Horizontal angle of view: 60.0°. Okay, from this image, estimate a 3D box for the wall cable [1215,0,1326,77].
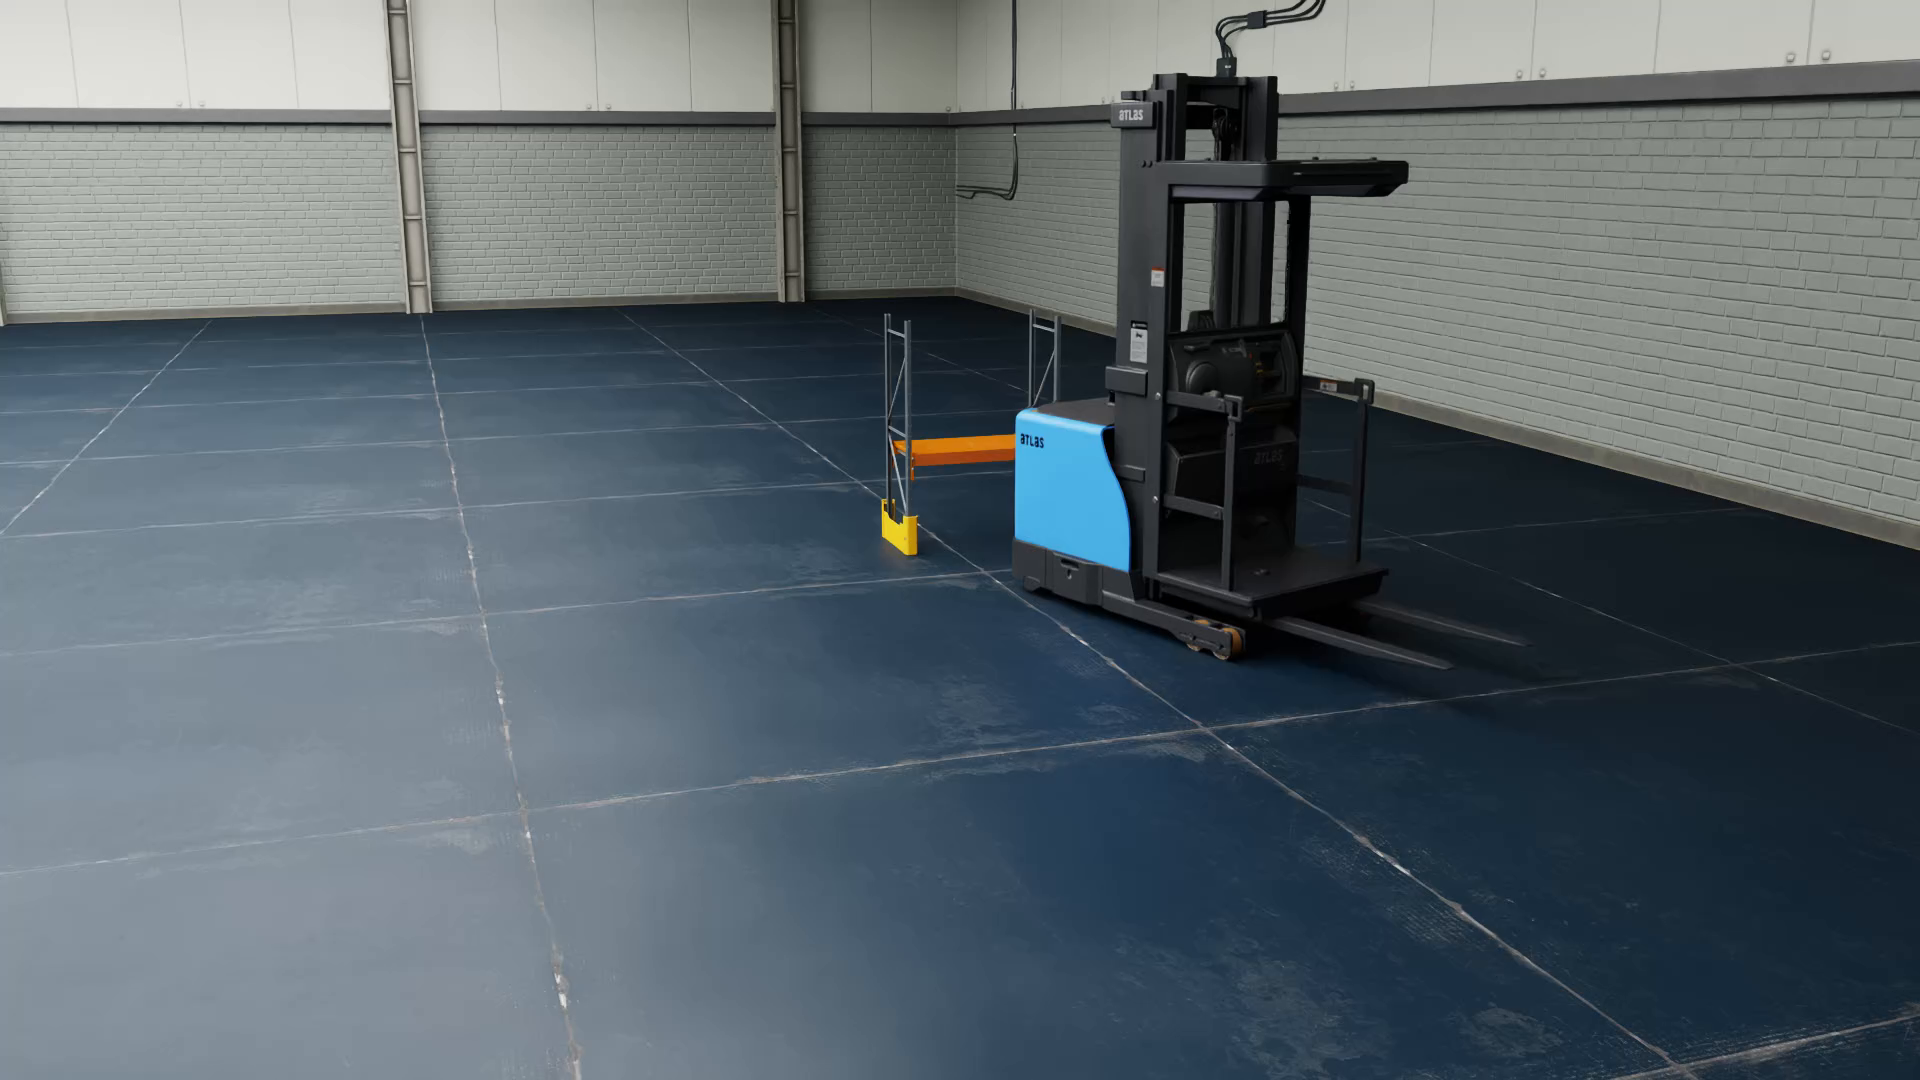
[{"bbox_3d":[3.377,-7.917,17.631,0.169,6.003,2.305,-4,14,-18],"label":"wall cable"}]

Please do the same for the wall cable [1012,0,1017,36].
[{"bbox_3d":[1.227,-8.699,24.064,0.112,2.526,3.097,-4,14,-18],"label":"wall cable"}]

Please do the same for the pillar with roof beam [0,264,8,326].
[{"bbox_3d":[-12.850,-6.589,19.395,0.400,9.000,9.100,-4,14,-18],"label":"pillar with roof beam"}]

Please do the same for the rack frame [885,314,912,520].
[{"bbox_3d":[-0.401,-0.698,10.838,0.032,1.500,0.500,-4,14,-18],"label":"rack frame"}]

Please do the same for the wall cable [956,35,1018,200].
[{"bbox_3d":[0.364,-6.835,27.142,0.112,2.526,3.097,-4,14,-18],"label":"wall cable"}]

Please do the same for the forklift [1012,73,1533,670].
[{"bbox_3d":[1.600,-0.938,8.752,1.130,2.935,3.031,-10,17,-36],"label":"forklift"}]

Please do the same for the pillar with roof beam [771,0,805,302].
[{"bbox_3d":[-1.477,-7.474,23.119,0.400,9.000,9.100,-4,14,-18],"label":"pillar with roof beam"}]

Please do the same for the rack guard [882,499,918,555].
[{"bbox_3d":[-0.400,-0.090,10.983,0.087,0.250,0.587,-4,14,-18],"label":"rack guard"}]

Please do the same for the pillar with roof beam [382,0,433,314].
[{"bbox_3d":[-7.163,-7.031,21.257,0.400,9.000,9.100,-4,14,-18],"label":"pillar with roof beam"}]

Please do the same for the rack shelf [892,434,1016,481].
[{"bbox_3d":[0.081,-0.561,11.037,1.000,0.185,0.538,-4,14,-18],"label":"rack shelf"}]

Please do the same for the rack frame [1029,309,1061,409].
[{"bbox_3d":[0.563,-0.773,11.153,0.032,1.500,0.500,-4,14,-18],"label":"rack frame"}]

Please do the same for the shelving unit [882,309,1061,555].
[{"bbox_3d":[0.072,-0.735,10.993,1.083,1.500,0.587,-4,14,-18],"label":"shelving unit"}]
